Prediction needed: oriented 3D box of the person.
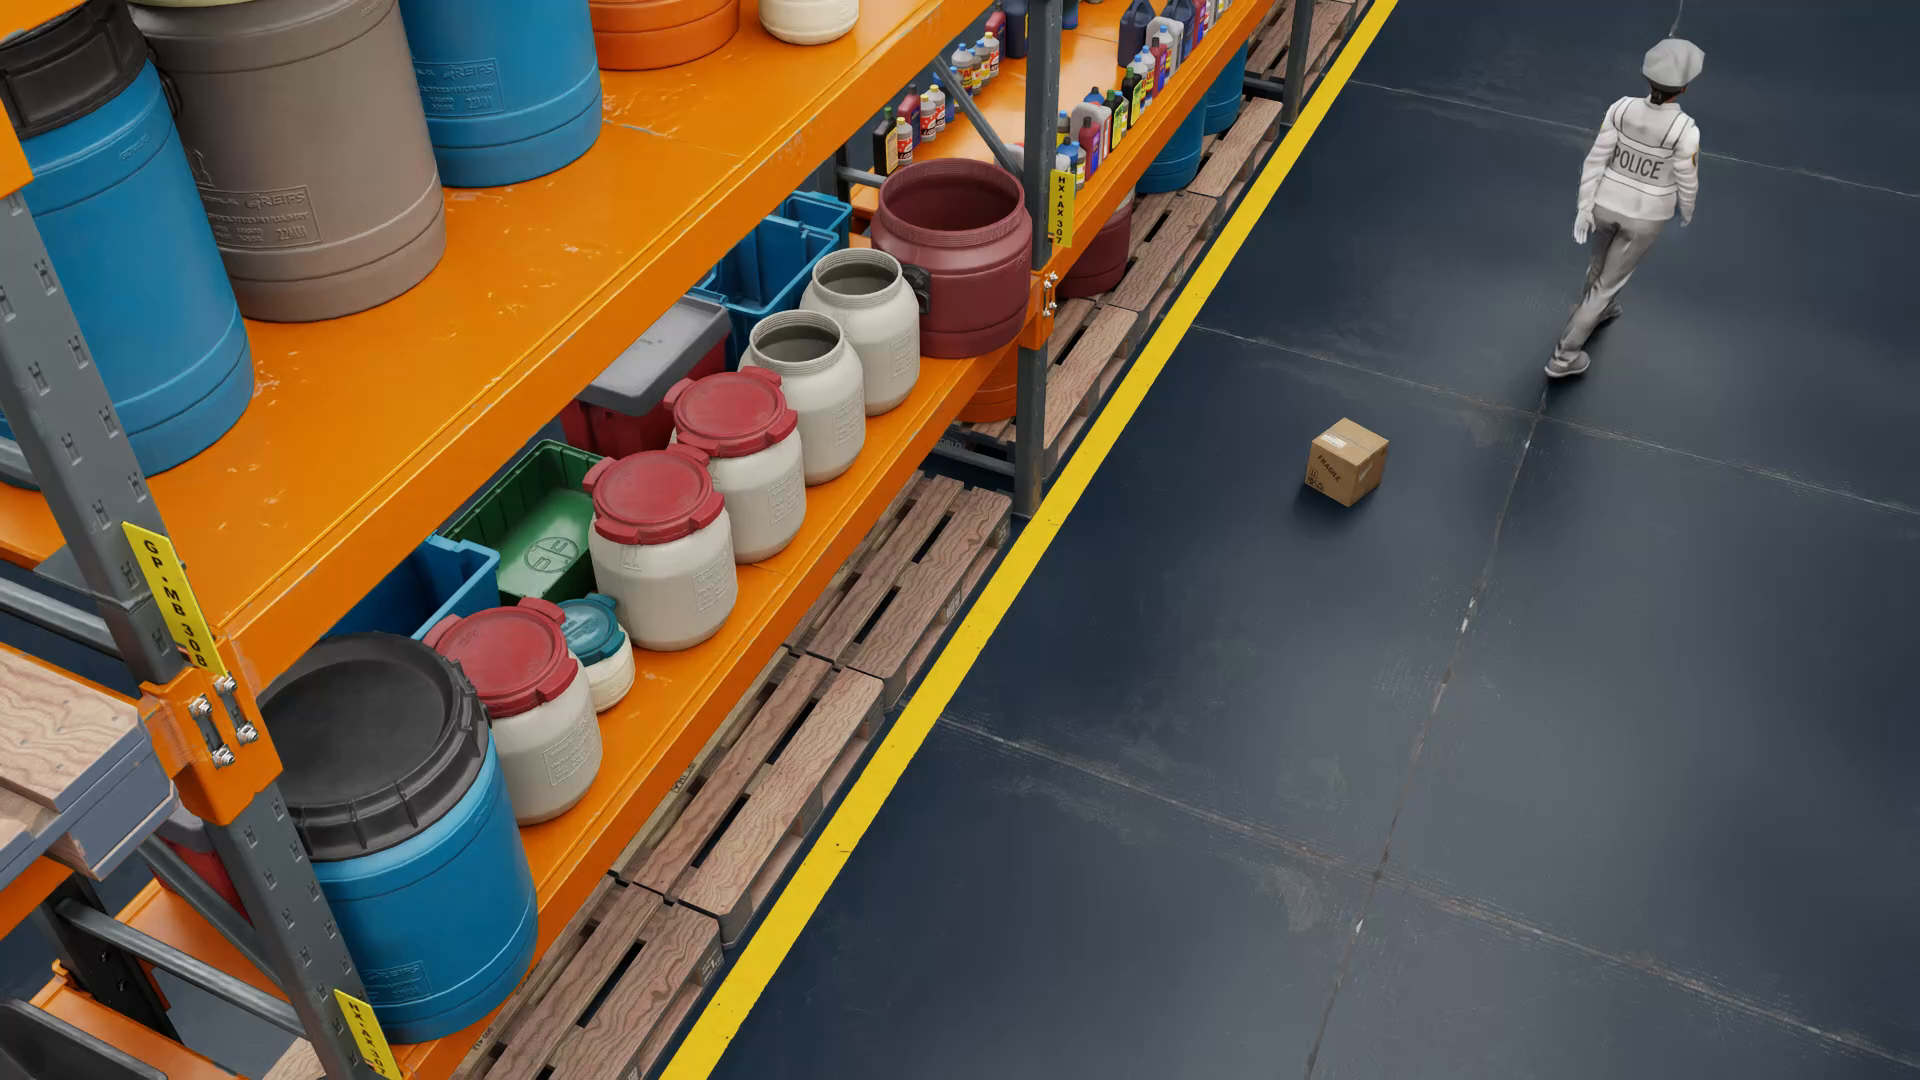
[{"bbox_3d":[3.217,-1.581,7.876,0.872,1.681,0.480,-31,51,-30],"label":"person"}]
